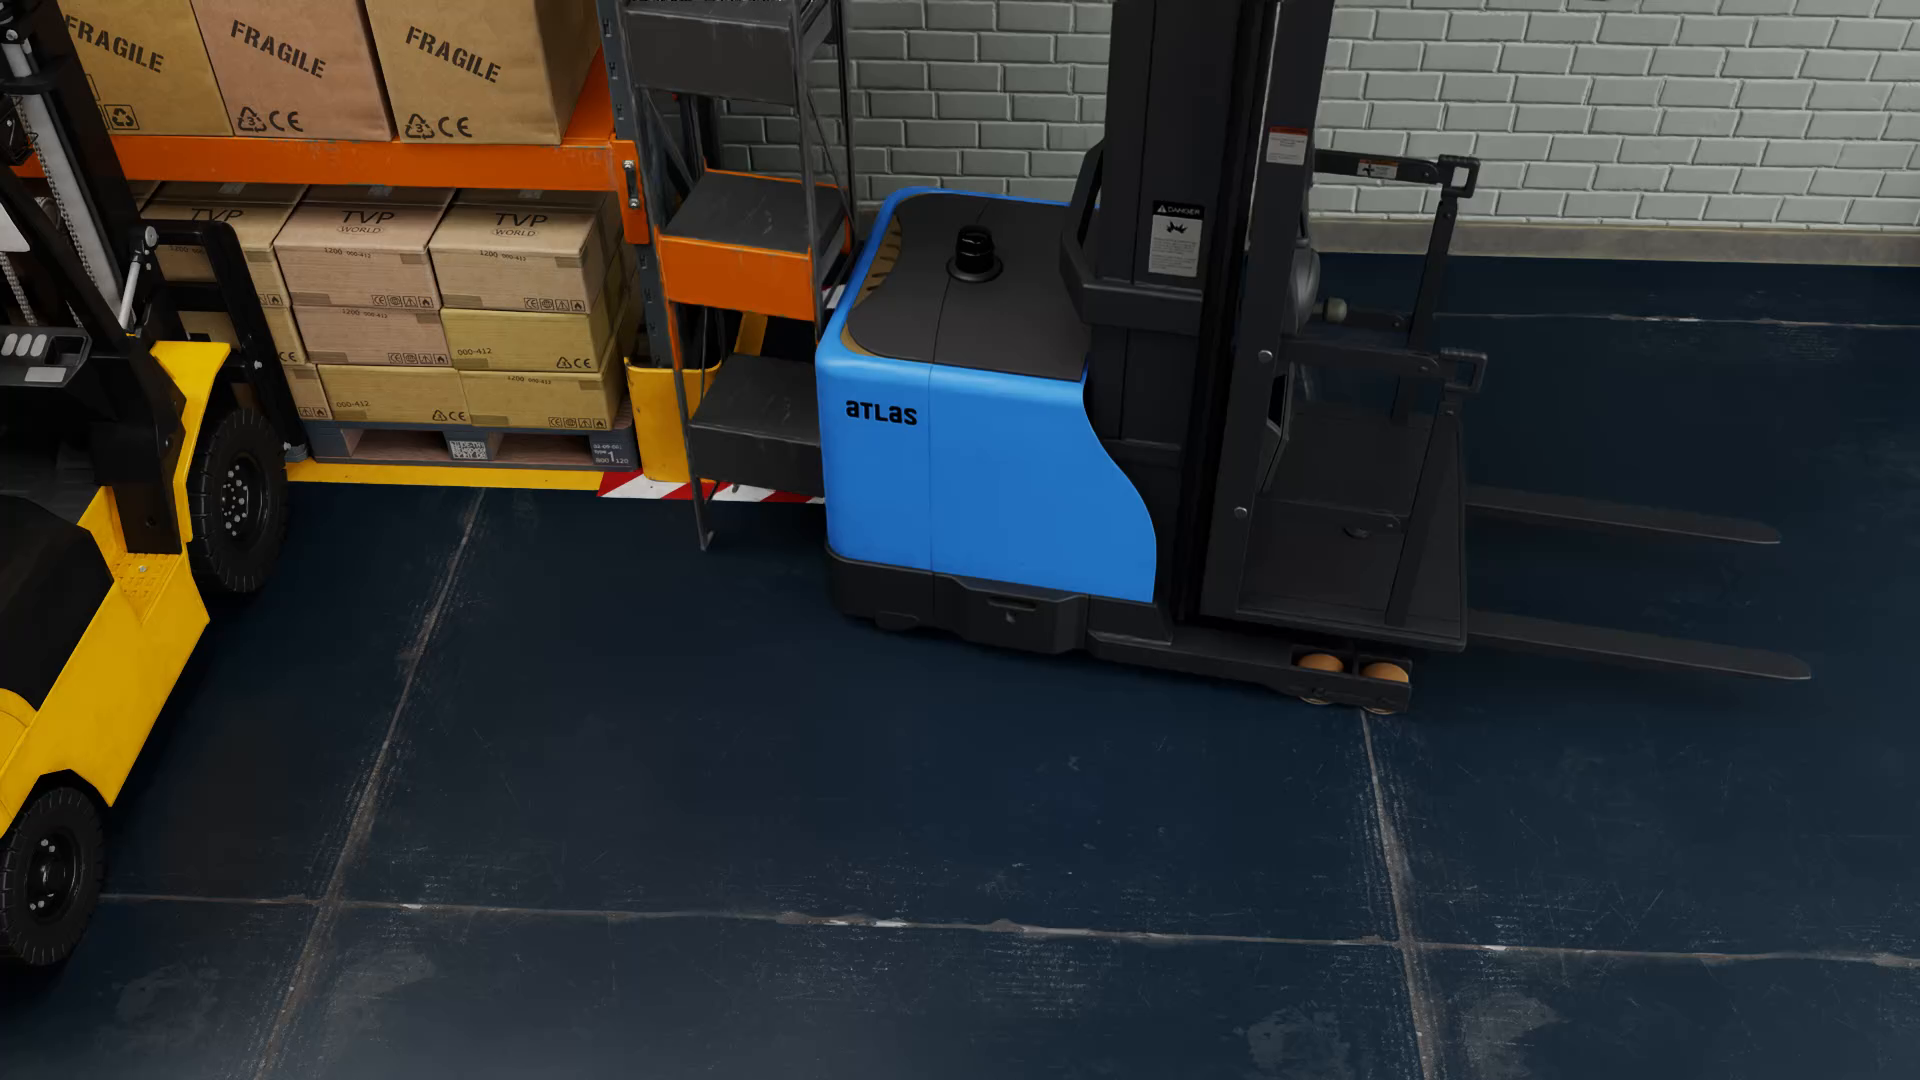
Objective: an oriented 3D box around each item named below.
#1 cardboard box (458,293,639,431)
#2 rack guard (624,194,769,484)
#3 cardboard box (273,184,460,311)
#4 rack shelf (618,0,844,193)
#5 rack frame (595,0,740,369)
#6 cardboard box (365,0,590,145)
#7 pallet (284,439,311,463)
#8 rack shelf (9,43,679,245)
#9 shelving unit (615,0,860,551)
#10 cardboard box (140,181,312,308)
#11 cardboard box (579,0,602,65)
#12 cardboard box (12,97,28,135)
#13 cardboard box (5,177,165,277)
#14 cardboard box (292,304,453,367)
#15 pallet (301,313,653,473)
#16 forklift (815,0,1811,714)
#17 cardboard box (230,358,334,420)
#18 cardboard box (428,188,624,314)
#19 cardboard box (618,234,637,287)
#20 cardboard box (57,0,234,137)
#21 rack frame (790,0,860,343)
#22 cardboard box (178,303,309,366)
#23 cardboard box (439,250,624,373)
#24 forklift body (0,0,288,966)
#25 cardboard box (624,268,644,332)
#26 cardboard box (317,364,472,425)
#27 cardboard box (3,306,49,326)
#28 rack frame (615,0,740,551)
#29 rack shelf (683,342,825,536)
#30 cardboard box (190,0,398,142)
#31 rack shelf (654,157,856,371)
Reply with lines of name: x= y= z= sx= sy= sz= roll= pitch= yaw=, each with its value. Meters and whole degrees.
cardboard box: x=-1.460 y=-0.650 z=5.956 sx=0.500 sy=0.250 sz=0.500 roll=2 pitch=43 yaw=2
rack guard: x=-0.952 y=-0.787 z=6.228 sx=0.348 sy=0.500 sz=1.175 roll=2 pitch=43 yaw=2
cardboard box: x=-1.961 y=-1.030 z=5.630 sx=0.500 sy=0.250 sz=0.500 roll=2 pitch=43 yaw=3
rack shelf: x=-0.612 y=-1.326 z=4.625 sx=0.480 sy=0.518 sz=0.431 roll=9 pitch=44 yaw=11
rack frame: x=-0.976 y=-1.703 z=5.377 sx=0.127 sy=3.000 sz=1.000 roll=2 pitch=43 yaw=2
cardboard box: x=-1.480 y=-1.576 z=5.167 sx=0.500 sy=0.500 sz=0.500 roll=1 pitch=43 yaw=1
pallet: x=-2.958 y=-0.717 z=6.364 sx=1.213 sy=0.211 sz=1.003 roll=2 pitch=43 yaw=2
rack shelf: x=-2.974 y=-1.501 z=5.688 sx=4.000 sy=0.370 sz=1.077 roll=2 pitch=43 yaw=2
shelving unit: x=-0.606 y=-0.824 z=5.093 sx=0.503 sy=2.100 sz=0.431 roll=9 pitch=44 yaw=11
cardboard box: x=-2.465 y=-1.038 z=5.640 sx=0.500 sy=0.250 sz=0.500 roll=2 pitch=43 yaw=2
cardboard box: x=-1.459 y=-1.944 z=5.562 sx=0.500 sy=0.500 sz=0.500 roll=3 pitch=43 yaw=3
cardboard box: x=-3.012 y=-1.621 z=5.216 sx=0.500 sy=0.500 sz=0.500 roll=2 pitch=43 yaw=2
cardboard box: x=-2.971 y=-1.059 z=5.662 sx=0.500 sy=0.250 sz=0.500 roll=1 pitch=43 yaw=1
cardboard box: x=-1.977 y=-0.858 z=5.813 sx=0.500 sy=0.250 sz=0.500 roll=1 pitch=43 yaw=1
pallet: x=-1.742 y=-0.677 z=6.322 sx=1.213 sy=0.211 sz=1.003 roll=2 pitch=43 yaw=2
forklift: x=1.136 y=-0.929 z=4.597 sx=3.031 sy=2.935 sz=1.130 roll=8 pitch=44 yaw=9
cardboard box: x=-2.456 y=-0.693 z=6.002 sx=0.500 sy=0.250 sz=0.500 roll=2 pitch=43 yaw=2
cardboard box: x=-1.451 y=-1.018 z=5.618 sx=0.500 sy=0.250 sz=0.500 roll=3 pitch=43 yaw=3
cardboard box: x=-1.437 y=-1.189 z=6.168 sx=0.500 sy=0.250 sz=0.500 roll=2 pitch=43 yaw=3
cardboard box: x=-2.510 y=-1.613 z=5.208 sx=0.500 sy=0.500 sz=0.500 roll=1 pitch=43 yaw=1
rack frame: x=-0.369 y=-0.785 z=5.048 sx=0.015 sy=2.100 sz=0.400 roll=9 pitch=44 yaw=11
cardboard box: x=-2.494 y=-0.860 z=5.814 sx=0.500 sy=0.250 sz=0.500 roll=1 pitch=43 yaw=1
cardboard box: x=-1.477 y=-0.835 z=5.788 sx=0.500 sy=0.250 sz=0.500 roll=1 pitch=43 yaw=1
forklift body: x=-2.953 y=-0.208 z=4.395 sx=1.214 sy=2.155 sz=2.313 roll=2 pitch=43 yaw=2
cardboard box: x=-1.458 y=-0.998 z=6.330 sx=0.500 sy=0.250 sz=0.500 roll=2 pitch=43 yaw=2
cardboard box: x=-1.956 y=-0.671 z=5.979 sx=0.500 sy=0.250 sz=0.500 roll=2 pitch=43 yaw=2
cardboard box: x=-2.994 y=-0.877 z=5.834 sx=0.500 sy=0.250 sz=0.500 roll=2 pitch=43 yaw=2
rack frame: x=-0.842 y=-0.863 z=5.138 sx=0.015 sy=2.100 sz=0.400 roll=9 pitch=44 yaw=11
rack shelf: x=-0.599 y=-0.302 z=5.580 sx=0.480 sy=0.518 sz=0.431 roll=9 pitch=44 yaw=11
cardboard box: x=-1.998 y=-1.598 z=5.191 sx=0.500 sy=0.500 sz=0.500 roll=3 pitch=43 yaw=3
rack shelf: x=-0.605 y=-0.814 z=5.102 sx=0.480 sy=0.518 sz=0.431 roll=9 pitch=44 yaw=11
